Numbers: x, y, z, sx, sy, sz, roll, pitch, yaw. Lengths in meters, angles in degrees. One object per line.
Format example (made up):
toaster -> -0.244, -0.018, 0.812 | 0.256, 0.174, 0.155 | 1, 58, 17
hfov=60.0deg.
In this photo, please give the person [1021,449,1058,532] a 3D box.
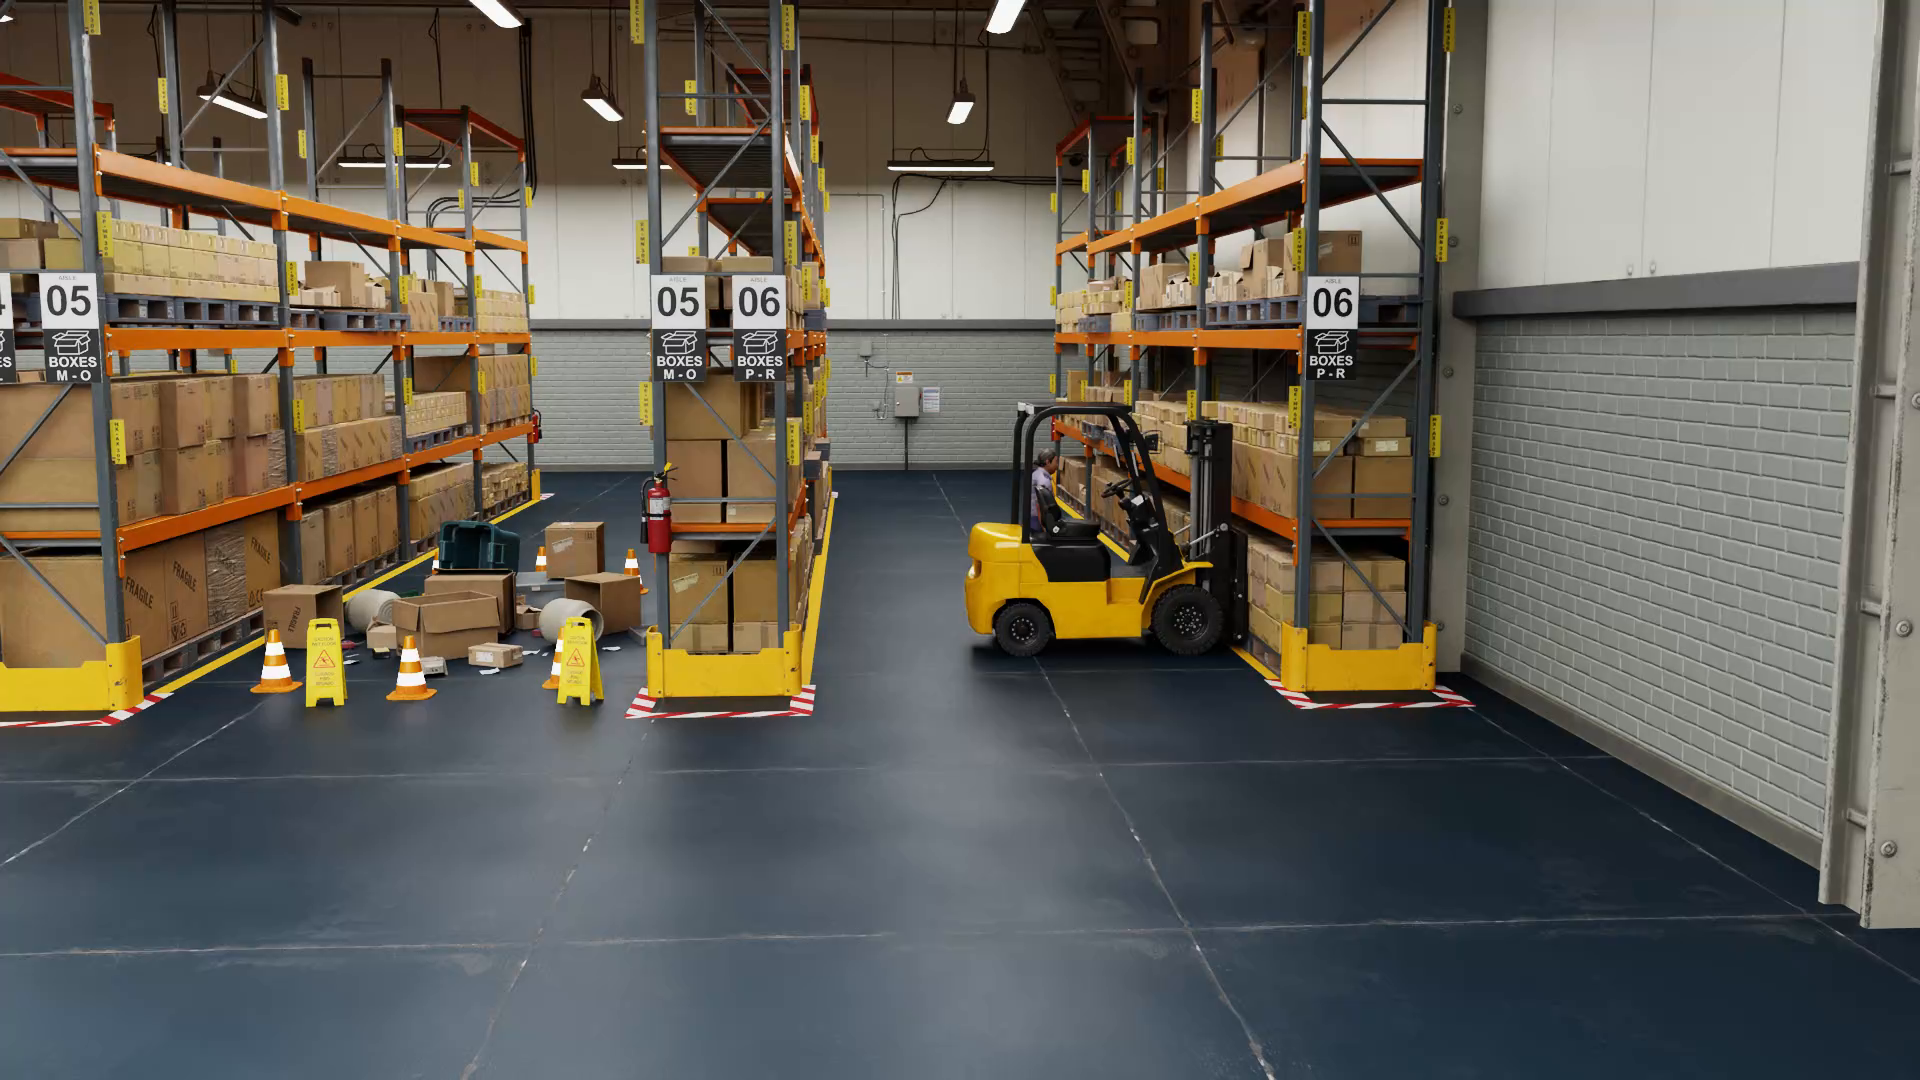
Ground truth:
person -> 0.797, -0.072, 16.377 | 0.376, 1.651, 0.561 | -1, 7, -7
